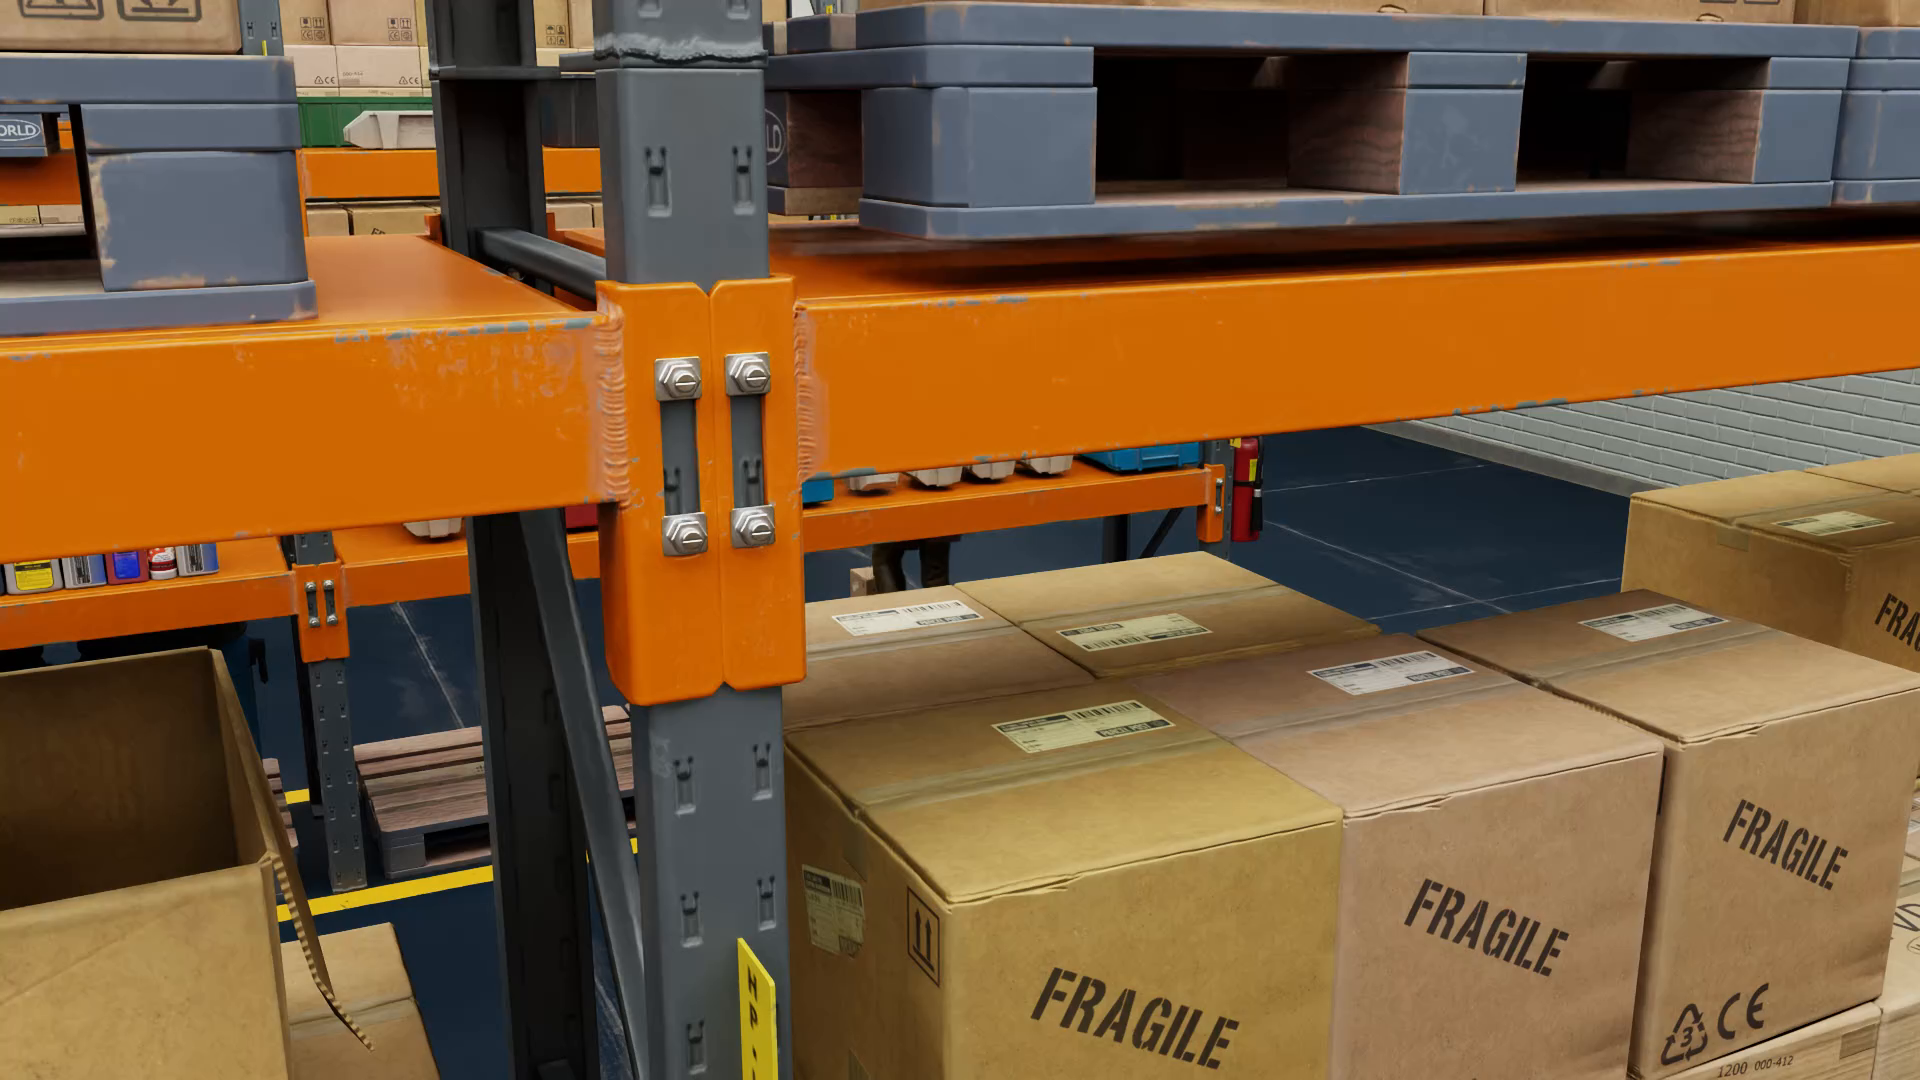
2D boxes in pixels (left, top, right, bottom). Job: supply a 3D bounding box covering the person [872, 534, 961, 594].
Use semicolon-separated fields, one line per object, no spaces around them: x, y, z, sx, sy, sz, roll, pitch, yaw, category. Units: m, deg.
-0.190;-0.183;8.828;0.628;1.797;0.546;-5;16;-17;person
